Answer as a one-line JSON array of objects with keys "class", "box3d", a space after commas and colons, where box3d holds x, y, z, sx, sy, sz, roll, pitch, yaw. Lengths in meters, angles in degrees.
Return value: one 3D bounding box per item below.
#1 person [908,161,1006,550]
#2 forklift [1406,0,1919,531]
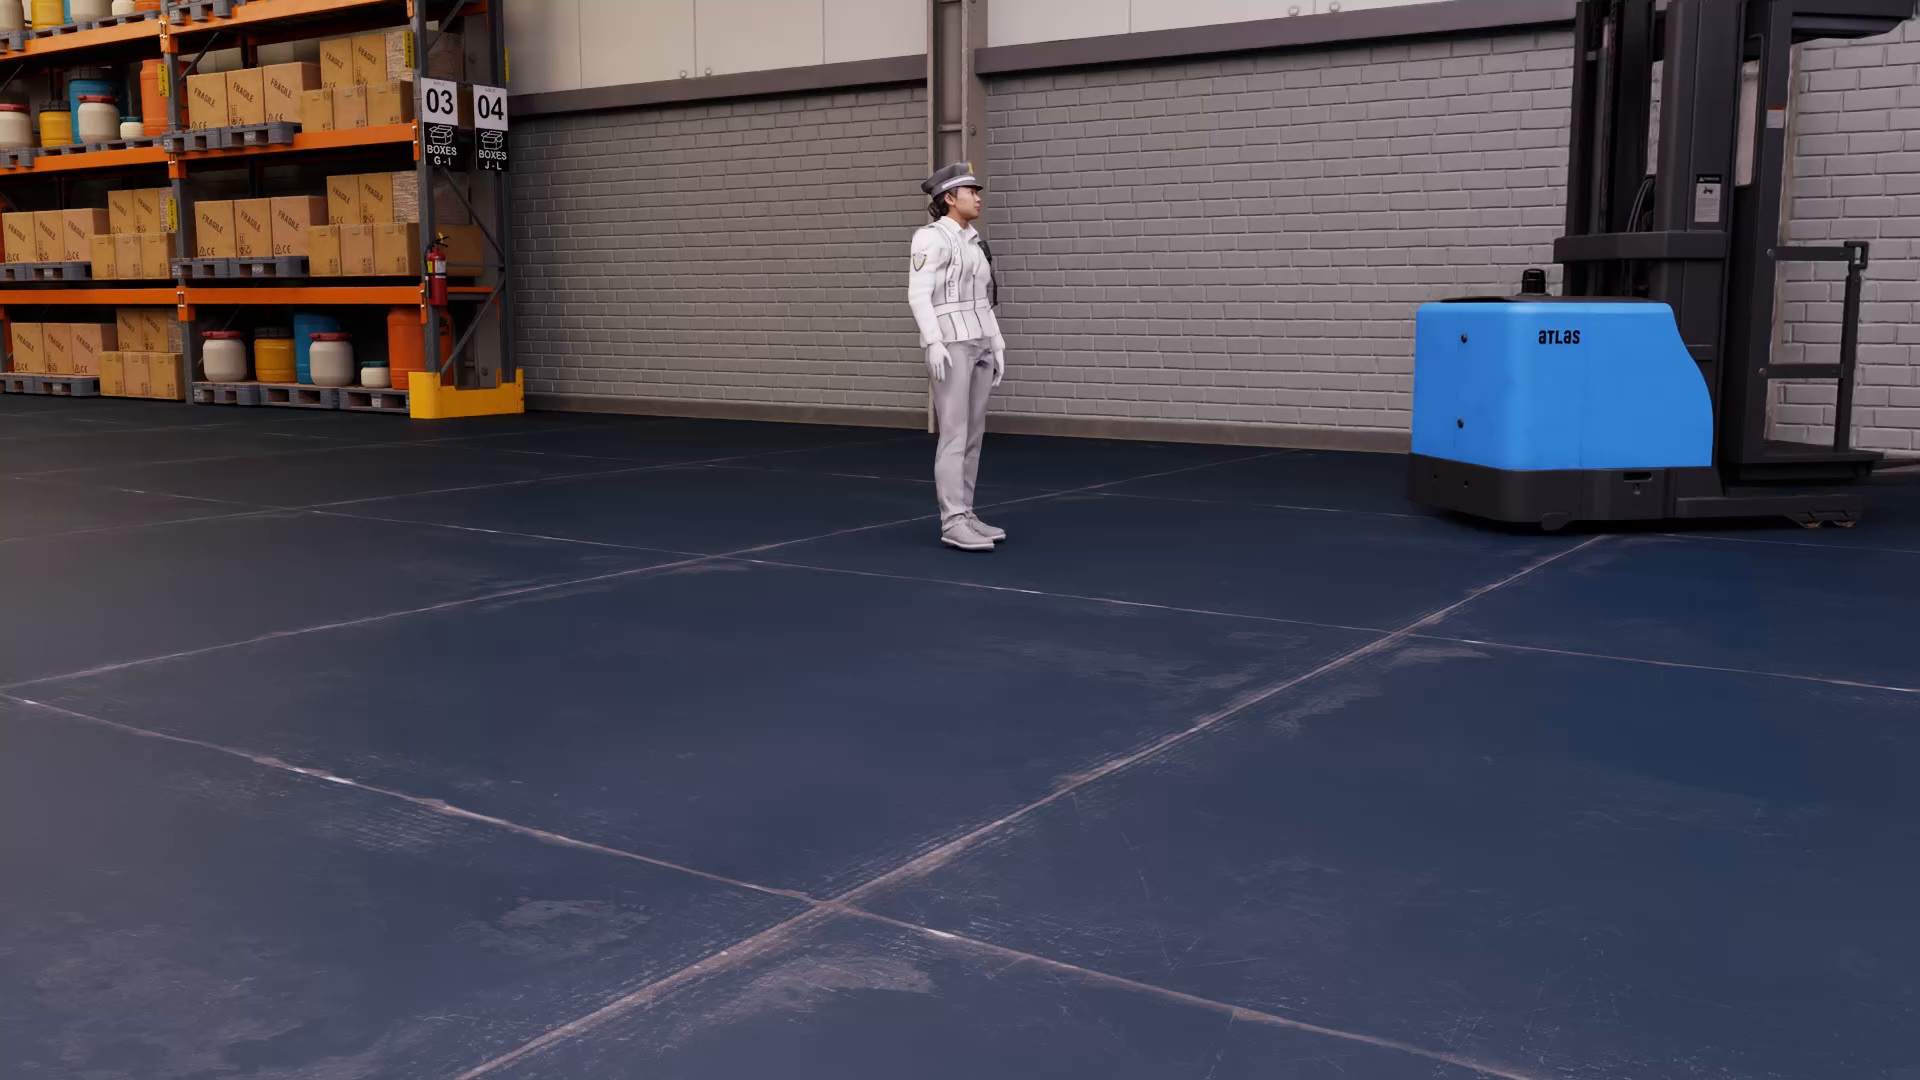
[{"class": "person", "box3d": [0.053, -0.840, 7.439, 0.532, 1.694, 0.586, 5, 10, 34]}, {"class": "forklift", "box3d": [3.876, -1.575, 8.271, 3.031, 2.935, 1.130, -2, 8, -12]}]
